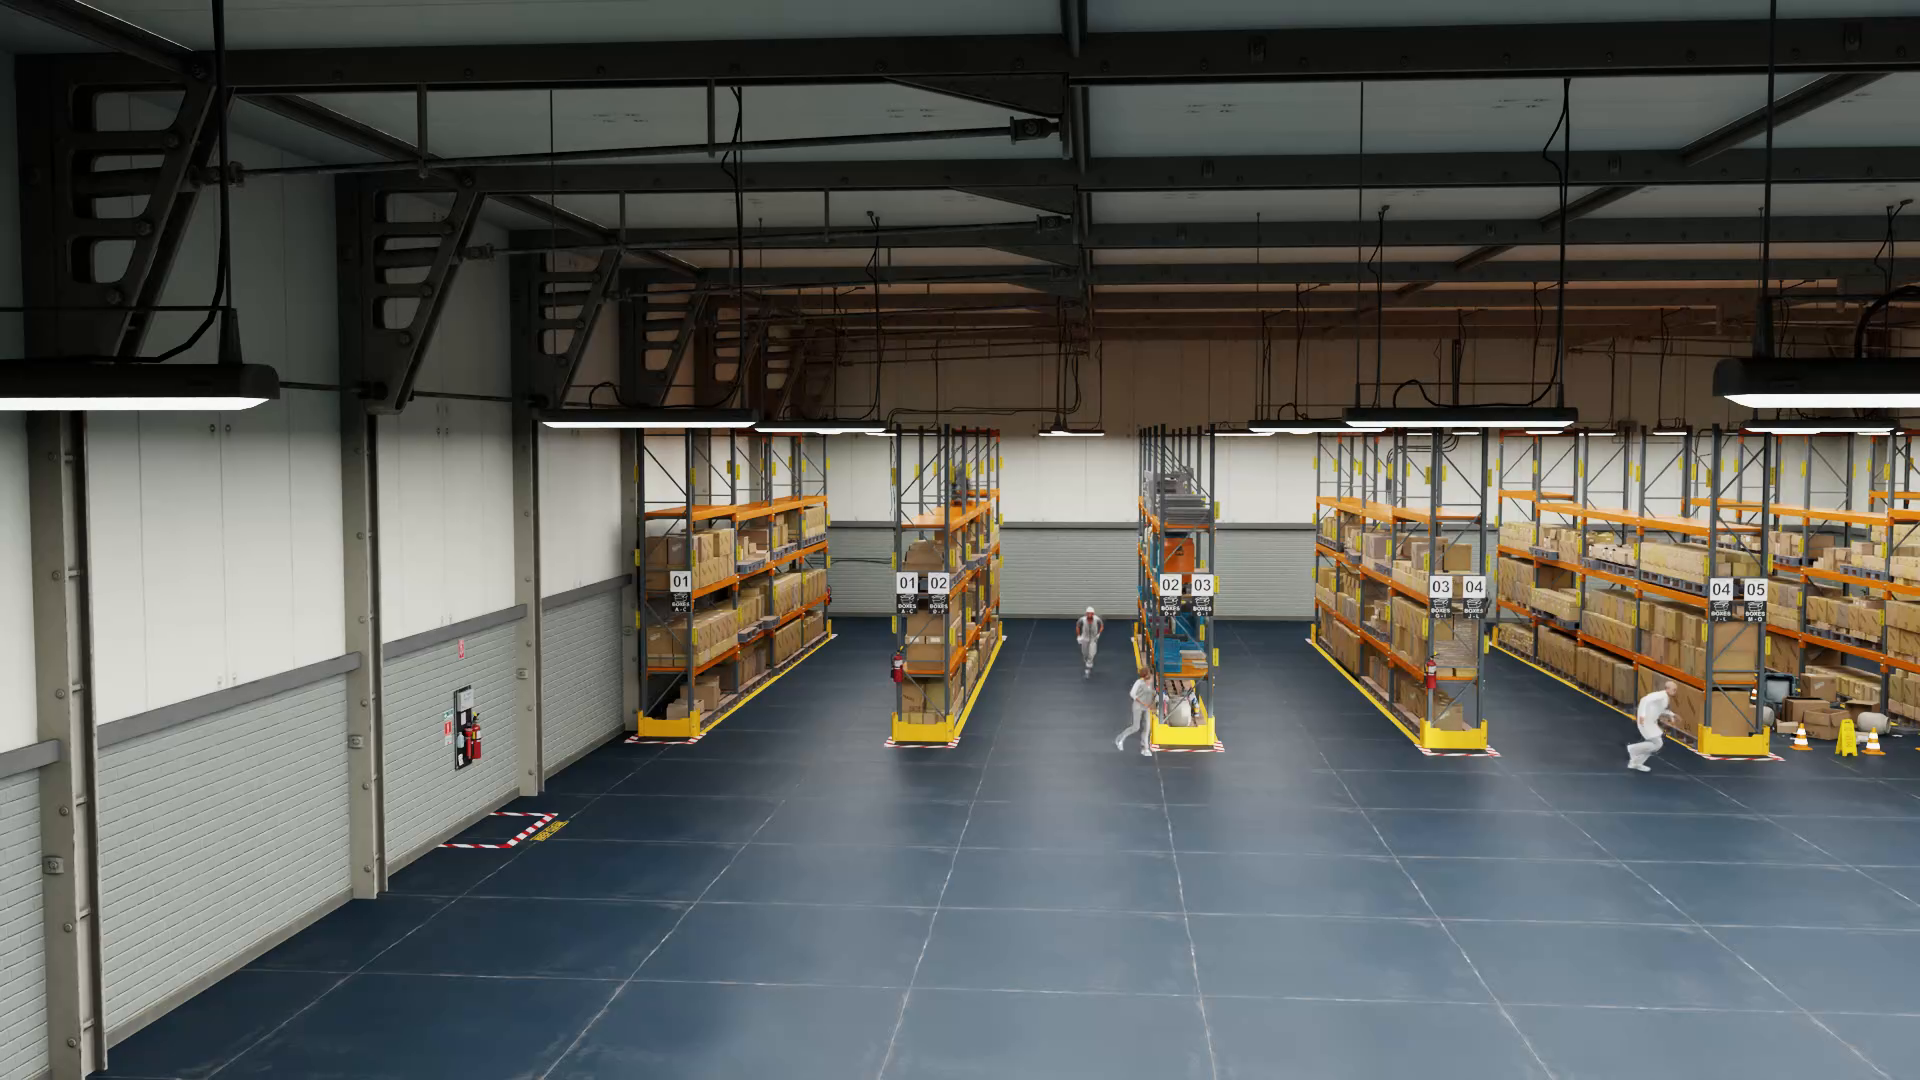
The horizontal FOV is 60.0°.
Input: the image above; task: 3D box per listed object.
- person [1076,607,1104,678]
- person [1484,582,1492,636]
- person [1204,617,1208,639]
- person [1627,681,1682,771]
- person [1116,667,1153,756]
[{"bbox_3d":[3.125,2.447,40.115,0.659,1.722,0.912,0,3,-2],"label":"person"},{"bbox_3d":[14.829,2.006,47.382,0.632,1.691,0.714,0,3,5],"label":"person"},{"bbox_3d":[6.893,2.013,47.526,0.618,1.668,0.583,-3,5,-43],"label":"person"},{"bbox_3d":[11.889,3.197,28.491,0.867,1.599,0.737,3,4,38],"label":"person"},{"bbox_3d":[3.294,3.095,30.255,0.793,1.566,0.628,3,5,43],"label":"person"}]
